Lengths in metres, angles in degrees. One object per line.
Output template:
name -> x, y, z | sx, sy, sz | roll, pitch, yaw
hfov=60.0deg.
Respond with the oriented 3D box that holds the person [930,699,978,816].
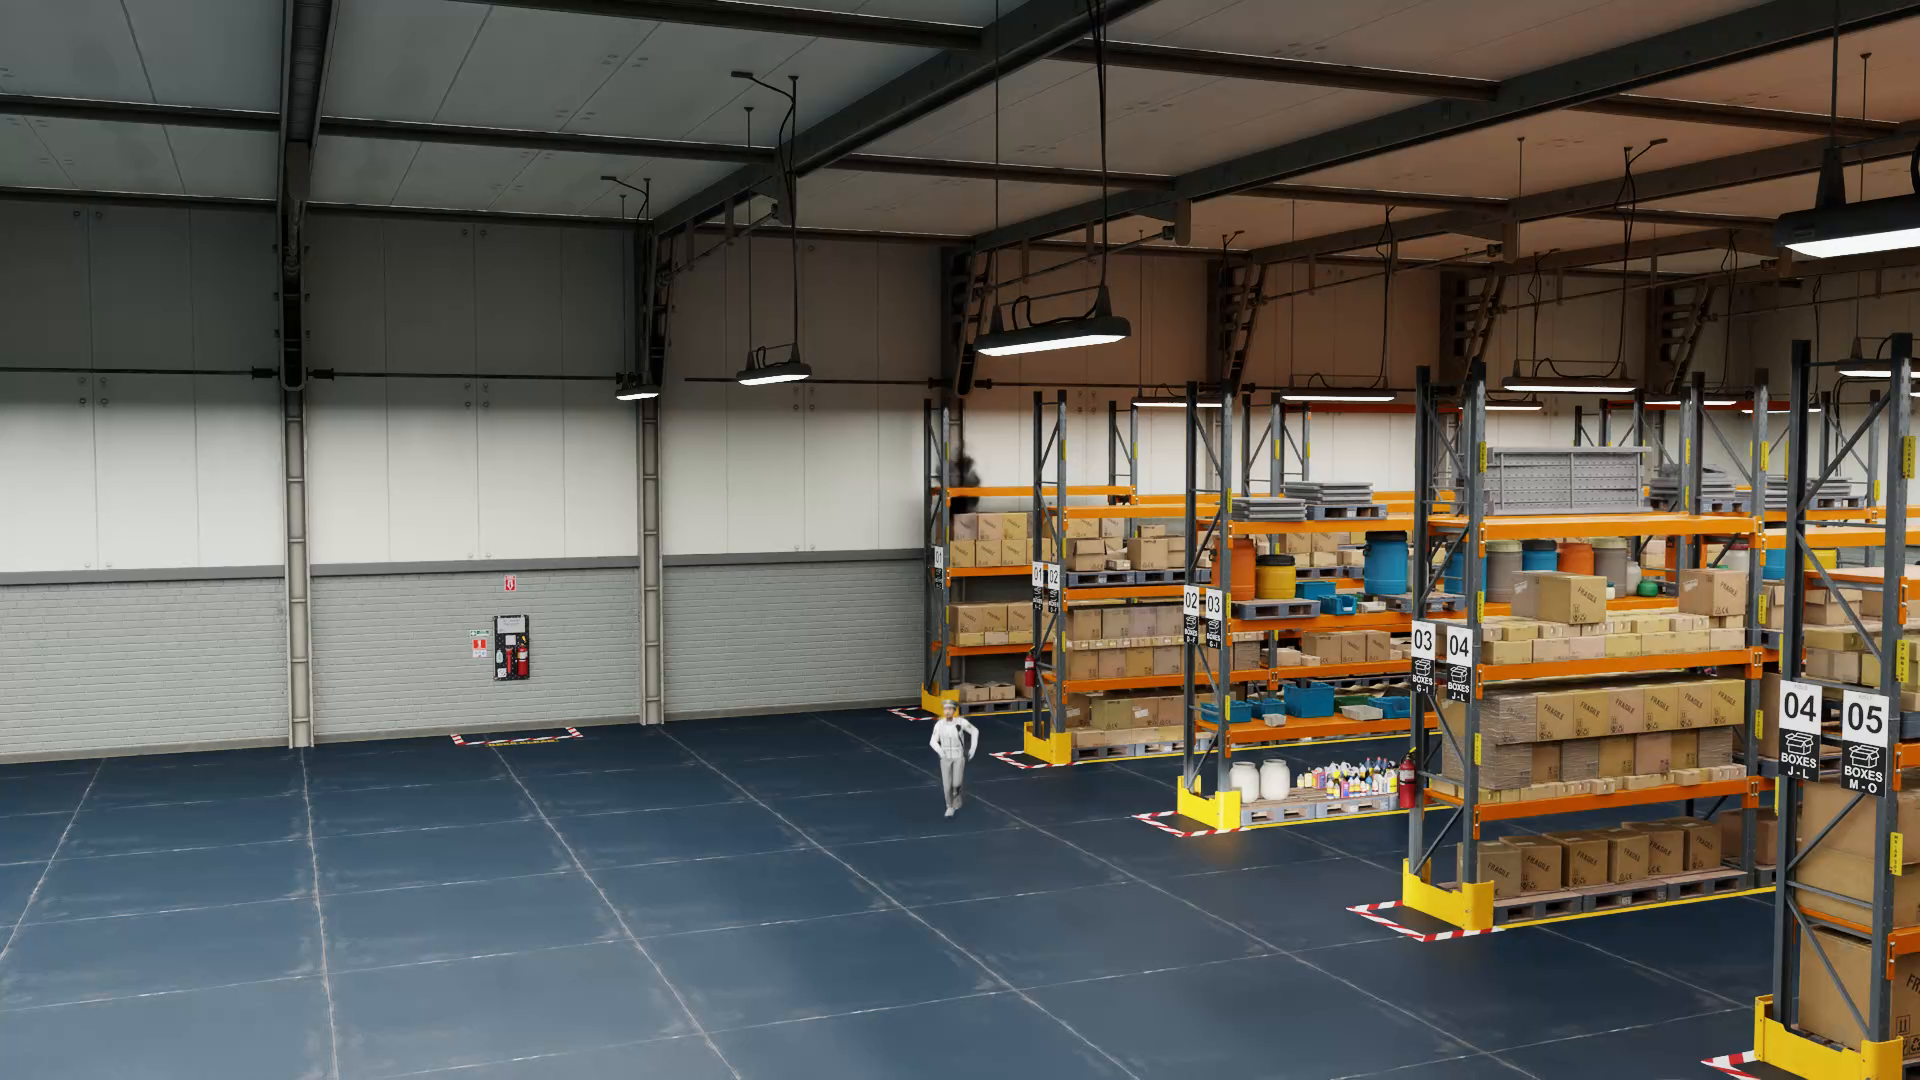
person -> -0.093, 2.999, 22.792 | 0.636, 1.647, 0.672 | 1, 3, 9
